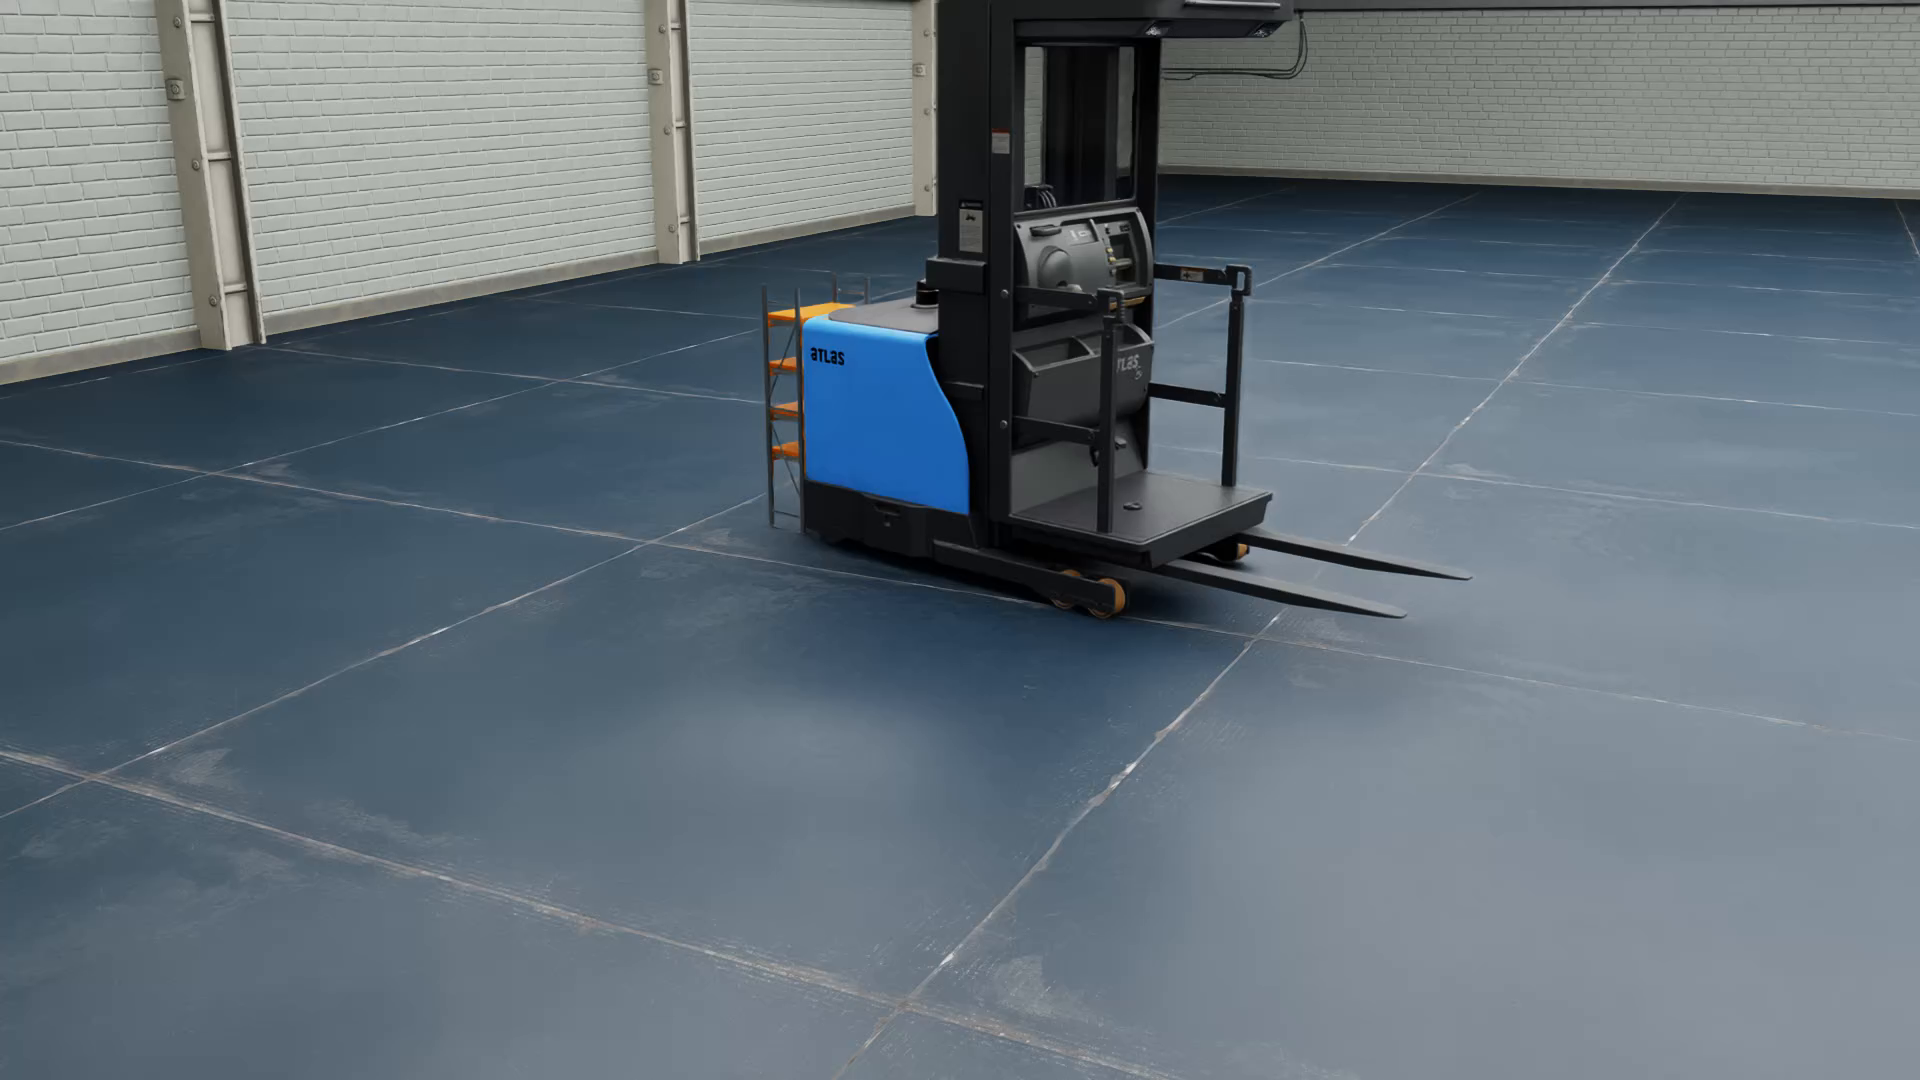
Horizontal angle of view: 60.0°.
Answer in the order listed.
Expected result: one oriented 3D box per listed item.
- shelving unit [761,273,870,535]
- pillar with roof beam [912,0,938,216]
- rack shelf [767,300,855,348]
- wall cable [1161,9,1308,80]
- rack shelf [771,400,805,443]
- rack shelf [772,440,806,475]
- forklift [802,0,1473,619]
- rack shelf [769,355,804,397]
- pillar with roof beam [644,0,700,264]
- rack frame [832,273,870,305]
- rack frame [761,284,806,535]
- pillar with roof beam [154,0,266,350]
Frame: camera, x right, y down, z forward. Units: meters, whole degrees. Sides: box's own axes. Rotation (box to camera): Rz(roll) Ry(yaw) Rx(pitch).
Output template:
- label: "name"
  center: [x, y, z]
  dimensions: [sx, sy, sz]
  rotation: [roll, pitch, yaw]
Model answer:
- label: "shelving unit"
  center: [-0.694, -0.676, 8.195]
  dimensions: [0.258, 1.200, 0.503]
  rotation: [13, 21, 37]
- label: "pillar with roof beam"
  center: [3.417, -8.378, 20.427]
  dimensions: [9.100, 9.000, 0.400]
  rotation: [8, 18, 25]
- label: "rack shelf"
  center: [-0.694, -1.053, 8.083]
  dimensions: [0.258, 0.148, 0.480]
  rotation: [13, 21, 37]
- label: "wall cable"
  center: [4.746, -9.548, 29.819]
  dimensions: [3.097, 2.526, 0.112]
  rotation: [8, 18, 25]
- label: "rack shelf"
  center: [-0.694, -0.612, 8.214]
  dimensions: [0.258, 0.148, 0.480]
  rotation: [13, 21, 37]
- label: "rack shelf"
  center: [-0.694, -0.422, 8.270]
  dimensions: [0.258, 0.148, 0.480]
  rotation: [13, 21, 37]
- label: "forklift"
  center: [0.707, -1.248, 7.078]
  dimensions: [3.031, 2.935, 1.130]
  rotation: [13, 21, 38]
- label: "rack shelf"
  center: [-0.694, -0.826, 8.150]
  dimensions: [0.258, 0.148, 0.480]
  rotation: [13, 21, 37]
- label: "pillar with roof beam"
  center: [0.736, -6.850, 15.282]
  dimensions: [9.100, 9.000, 0.400]
  rotation: [8, 18, 25]
- label: "rack frame"
  center: [-0.540, -0.730, 8.376]
  dimensions: [0.240, 1.200, 0.015]
  rotation: [13, 21, 37]
- label: "rack frame"
  center: [-0.848, -0.623, 8.013]
  dimensions: [0.240, 1.200, 0.015]
  rotation: [13, 21, 37]
- label: "pillar with roof beam"
  center: [-1.945, -5.322, 10.136]
  dimensions: [9.100, 9.000, 0.400]
  rotation: [8, 18, 25]
